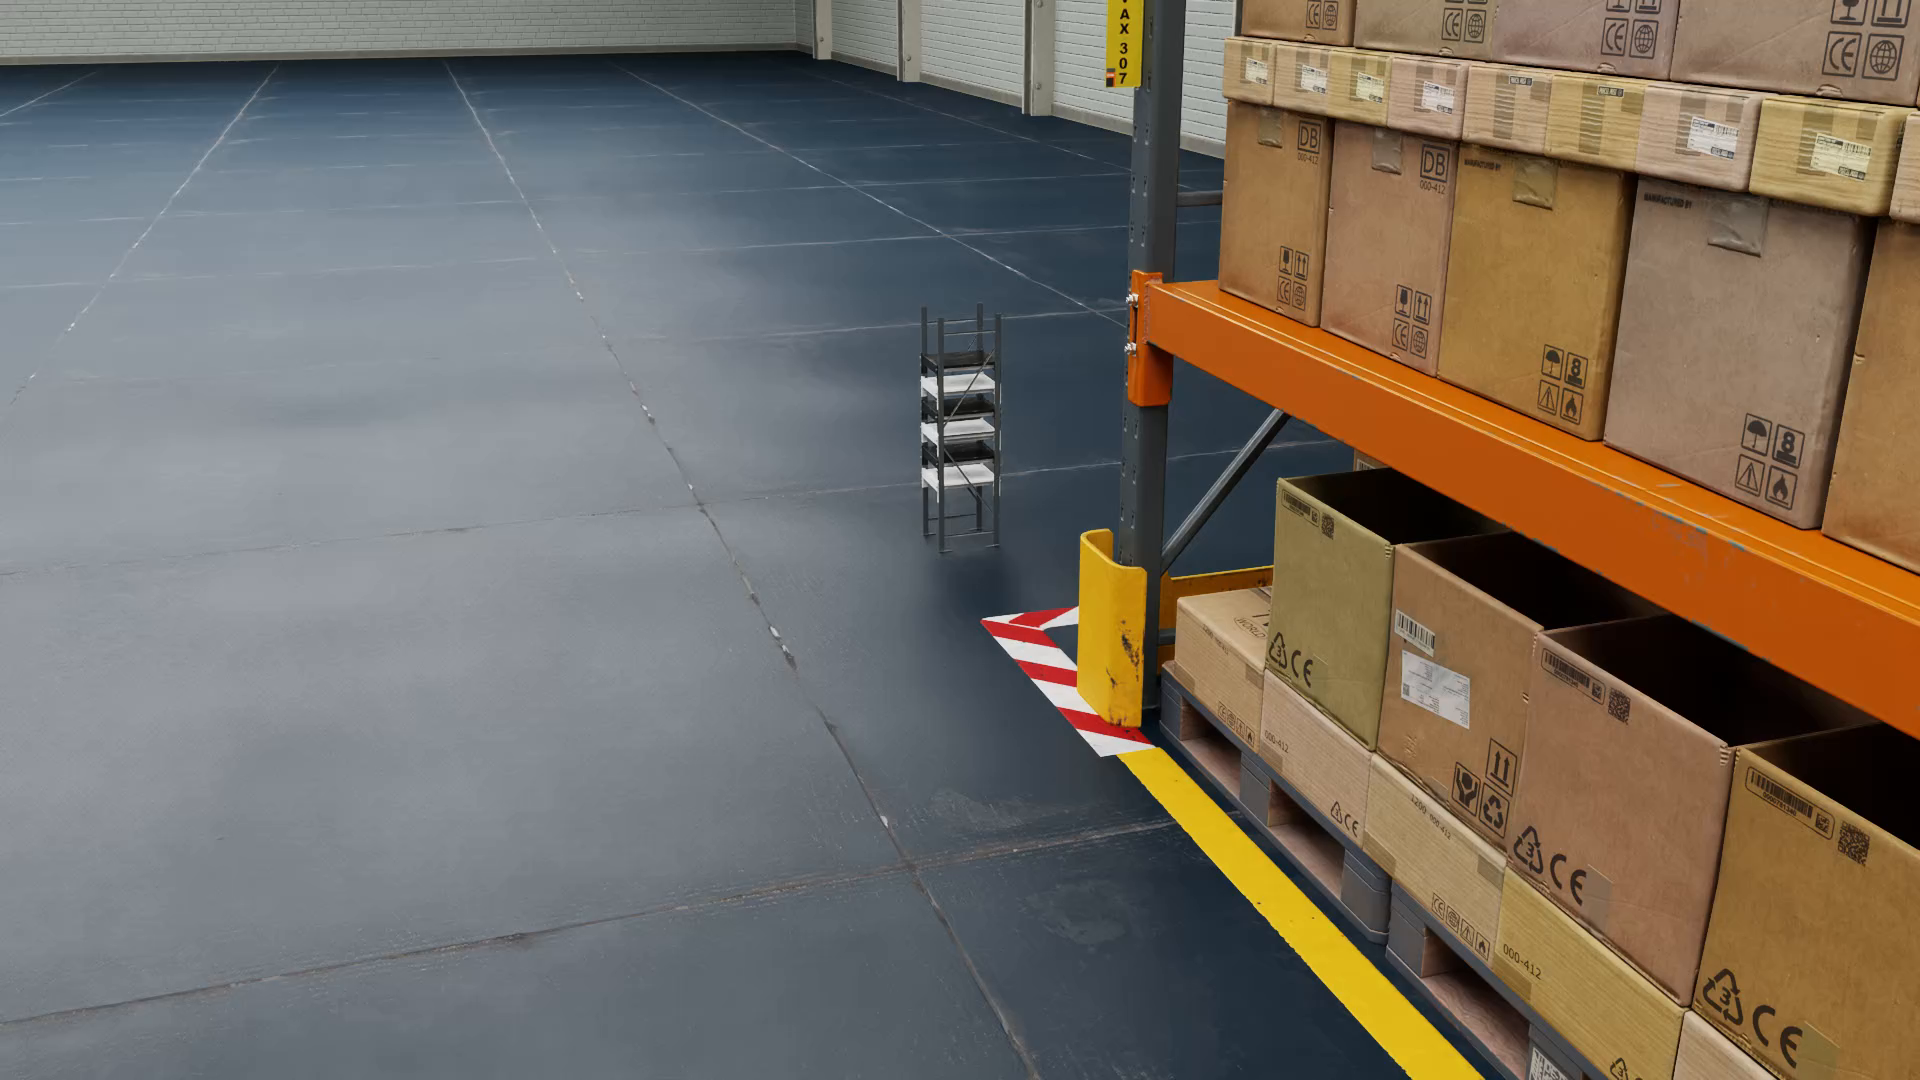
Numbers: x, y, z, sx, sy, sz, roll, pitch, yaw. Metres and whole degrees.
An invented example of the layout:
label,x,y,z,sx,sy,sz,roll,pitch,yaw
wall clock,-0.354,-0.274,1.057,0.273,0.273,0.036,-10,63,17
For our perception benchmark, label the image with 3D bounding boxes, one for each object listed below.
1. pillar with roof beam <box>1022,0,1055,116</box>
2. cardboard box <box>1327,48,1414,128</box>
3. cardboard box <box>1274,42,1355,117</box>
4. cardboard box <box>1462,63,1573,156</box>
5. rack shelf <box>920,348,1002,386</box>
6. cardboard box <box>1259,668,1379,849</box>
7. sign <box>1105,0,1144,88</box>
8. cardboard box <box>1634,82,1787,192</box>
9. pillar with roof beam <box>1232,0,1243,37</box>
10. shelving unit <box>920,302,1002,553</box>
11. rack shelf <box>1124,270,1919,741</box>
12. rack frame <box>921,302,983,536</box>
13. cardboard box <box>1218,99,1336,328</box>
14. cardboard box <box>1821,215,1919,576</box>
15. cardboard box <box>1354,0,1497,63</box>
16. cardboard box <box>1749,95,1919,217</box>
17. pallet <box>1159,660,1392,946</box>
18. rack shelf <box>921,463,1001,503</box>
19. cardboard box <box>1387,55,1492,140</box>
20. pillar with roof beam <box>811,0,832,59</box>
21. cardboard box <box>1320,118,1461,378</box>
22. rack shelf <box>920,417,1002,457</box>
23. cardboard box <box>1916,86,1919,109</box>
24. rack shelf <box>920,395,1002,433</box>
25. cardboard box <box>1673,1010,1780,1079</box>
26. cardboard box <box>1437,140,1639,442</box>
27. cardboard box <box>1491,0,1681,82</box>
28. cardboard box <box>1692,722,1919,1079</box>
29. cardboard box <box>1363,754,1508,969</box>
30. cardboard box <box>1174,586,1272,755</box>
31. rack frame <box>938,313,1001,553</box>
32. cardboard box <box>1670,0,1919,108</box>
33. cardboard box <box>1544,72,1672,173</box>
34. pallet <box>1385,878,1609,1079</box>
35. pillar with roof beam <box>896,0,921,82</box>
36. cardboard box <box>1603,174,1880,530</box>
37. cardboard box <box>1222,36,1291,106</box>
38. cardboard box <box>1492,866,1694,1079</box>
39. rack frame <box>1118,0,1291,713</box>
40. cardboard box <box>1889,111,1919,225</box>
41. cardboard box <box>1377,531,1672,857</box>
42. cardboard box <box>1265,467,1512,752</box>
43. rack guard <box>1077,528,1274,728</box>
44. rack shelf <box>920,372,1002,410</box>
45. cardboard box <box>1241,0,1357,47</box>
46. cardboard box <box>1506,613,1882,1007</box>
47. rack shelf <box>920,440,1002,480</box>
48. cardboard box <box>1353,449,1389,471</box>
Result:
label,x,y,z,sx,sy,sz,roll,pitch,yaw
pillar with roof beam,-3.042,-9.500,19.554,9.100,9.000,0.400,-6,21,-17
cardboard box,1.041,-1.002,3.661,0.380,0.149,0.250,-6,21,-17
cardboard box,0.964,-1.082,3.885,0.380,0.149,0.250,-7,21,-19
cardboard box,1.204,-0.836,3.198,0.380,0.149,0.250,-7,21,-19
rack shelf,0.003,-0.644,6.177,0.258,0.077,0.200,-6,21,-17
cardboard box,1.078,0.489,4.064,0.500,0.250,0.500,-6,21,-17
sign,0.431,-1.351,4.342,0.100,0.325,0.005,-6,21,-17
cardboard box,1.361,-0.673,2.746,0.380,0.149,0.250,-6,21,-17
pillar with roof beam,-1.156,-7.575,14.193,9.100,9.000,0.400,-6,21,-17
shelving unit,0.003,-0.421,6.257,0.258,0.900,0.210,-6,21,-17
rack shelf,1.588,0.017,2.995,1.077,0.370,4.000,-6,21,-17
rack frame,-0.029,-0.454,6.348,0.240,0.900,0.006,-6,21,-17
cardboard box,1.094,-0.859,4.223,0.700,0.500,0.500,-6,21,-17
cardboard box,1.745,-0.198,2.383,0.700,0.500,0.500,-6,21,-16
cardboard box,1.281,-1.284,3.488,0.700,0.500,0.500,-7,21,-19
cardboard box,1.444,-0.589,2.511,0.380,0.149,0.250,-6,21,-15
pallet,1.240,0.590,4.461,1.003,0.211,1.213,-6,21,-17
rack shelf,0.003,-0.220,6.329,0.258,0.077,0.200,-6,21,-17
cardboard box,1.118,-0.921,3.435,0.380,0.149,0.250,-7,21,-18
pillar with roof beam,-6.814,-13.351,30.275,9.100,9.000,0.400,-6,21,-17
cardboard box,1.264,-0.691,3.755,0.700,0.500,0.500,-6,21,-16
rack shelf,0.003,-0.390,6.268,0.258,0.077,0.200,-6,21,-17
cardboard box,1.754,-0.802,2.144,0.700,0.500,0.500,-6,21,-17
rack shelf,0.003,-0.474,6.238,0.258,0.077,0.200,-6,21,-17
cardboard box,1.545,0.971,2.722,0.500,0.250,0.500,-6,21,-17
cardboard box,1.414,-0.531,3.310,0.700,0.500,0.500,-6,21,-17
cardboard box,1.440,-1.123,3.038,0.700,0.500,0.500,-6,21,-17
cardboard box,1.557,0.617,2.599,0.500,0.500,0.500,-6,21,-17
cardboard box,1.234,0.650,3.617,0.500,0.250,0.500,-6,21,-17
cardboard box,0.917,0.329,4.509,0.500,0.250,0.500,-6,21,-17
rack frame,0.034,-0.388,6.166,0.240,0.900,0.006,-6,21,-17
cardboard box,1.598,-0.962,2.590,0.700,0.500,0.500,-6,21,-17
cardboard box,1.285,-0.754,2.970,0.380,0.149,0.250,-7,21,-18
pallet,1.619,0.981,3.373,1.003,0.211,1.213,-6,21,-17
pillar with roof beam,-4.928,-11.426,24.915,9.100,9.000,0.400,-6,21,-17
cardboard box,1.583,-0.362,2.840,0.700,0.500,0.500,-6,21,-16
cardboard box,0.878,-1.167,4.120,0.380,0.149,0.250,-7,21,-18
cardboard box,1.387,0.811,3.169,0.500,0.250,0.500,-6,21,-17
rack frame,0.959,-0.963,4.660,1.000,3.000,0.127,-6,21,-17
cardboard box,1.530,-0.504,2.275,0.380,0.149,0.250,-6,21,-16
cardboard box,1.245,0.295,3.494,0.500,0.500,0.500,-6,21,-17
cardboard box,1.076,0.136,3.936,0.500,0.500,0.500,-6,21,-17
rack guard,0.952,0.206,5.104,1.175,0.500,0.348,-6,21,-17
rack shelf,0.003,-0.559,6.208,0.258,0.077,0.200,-6,21,-17
cardboard box,1.111,-1.453,3.956,0.700,0.500,0.500,-6,21,-17
cardboard box,1.386,0.458,3.042,0.500,0.500,0.500,-6,21,-17
rack shelf,0.003,-0.305,6.299,0.258,0.077,0.200,-6,21,-17
cardboard box,1.411,-0.079,4.536,0.500,0.500,0.500,-6,21,-17
